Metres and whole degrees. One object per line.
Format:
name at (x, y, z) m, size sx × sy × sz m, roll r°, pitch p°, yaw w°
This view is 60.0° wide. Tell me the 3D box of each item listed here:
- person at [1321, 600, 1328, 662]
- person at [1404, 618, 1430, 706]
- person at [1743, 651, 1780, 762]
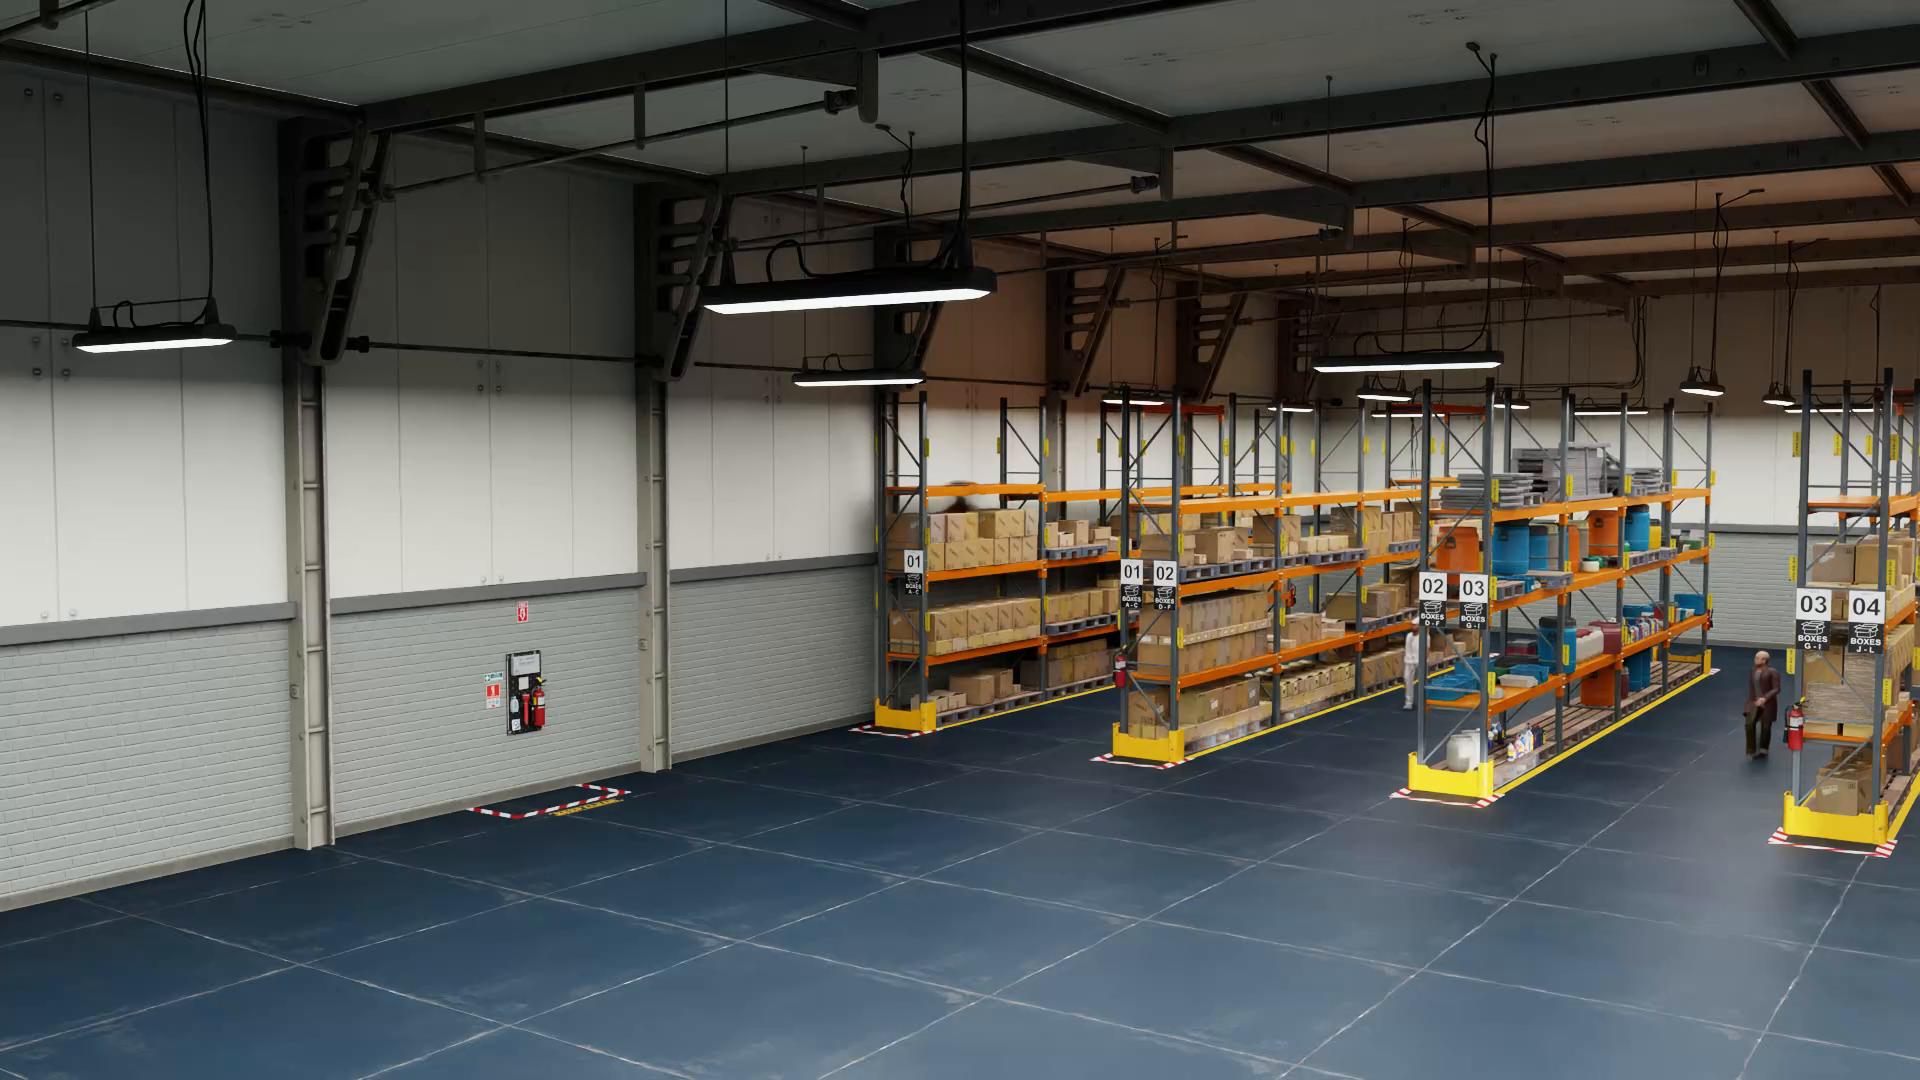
person at (8.139, 2.144, 37.024) m, size 0.323 × 1.608 × 0.498 m, roll 1°, pitch 3°, yaw 22°
person at (8.788, 2.336, 31.929) m, size 0.501 × 1.687 × 0.866 m, roll 1°, pitch 3°, yaw 23°
person at (12.917, 2.688, 26.757) m, size 0.551 × 1.814 × 0.936 m, roll 2°, pitch 4°, yaw 35°
